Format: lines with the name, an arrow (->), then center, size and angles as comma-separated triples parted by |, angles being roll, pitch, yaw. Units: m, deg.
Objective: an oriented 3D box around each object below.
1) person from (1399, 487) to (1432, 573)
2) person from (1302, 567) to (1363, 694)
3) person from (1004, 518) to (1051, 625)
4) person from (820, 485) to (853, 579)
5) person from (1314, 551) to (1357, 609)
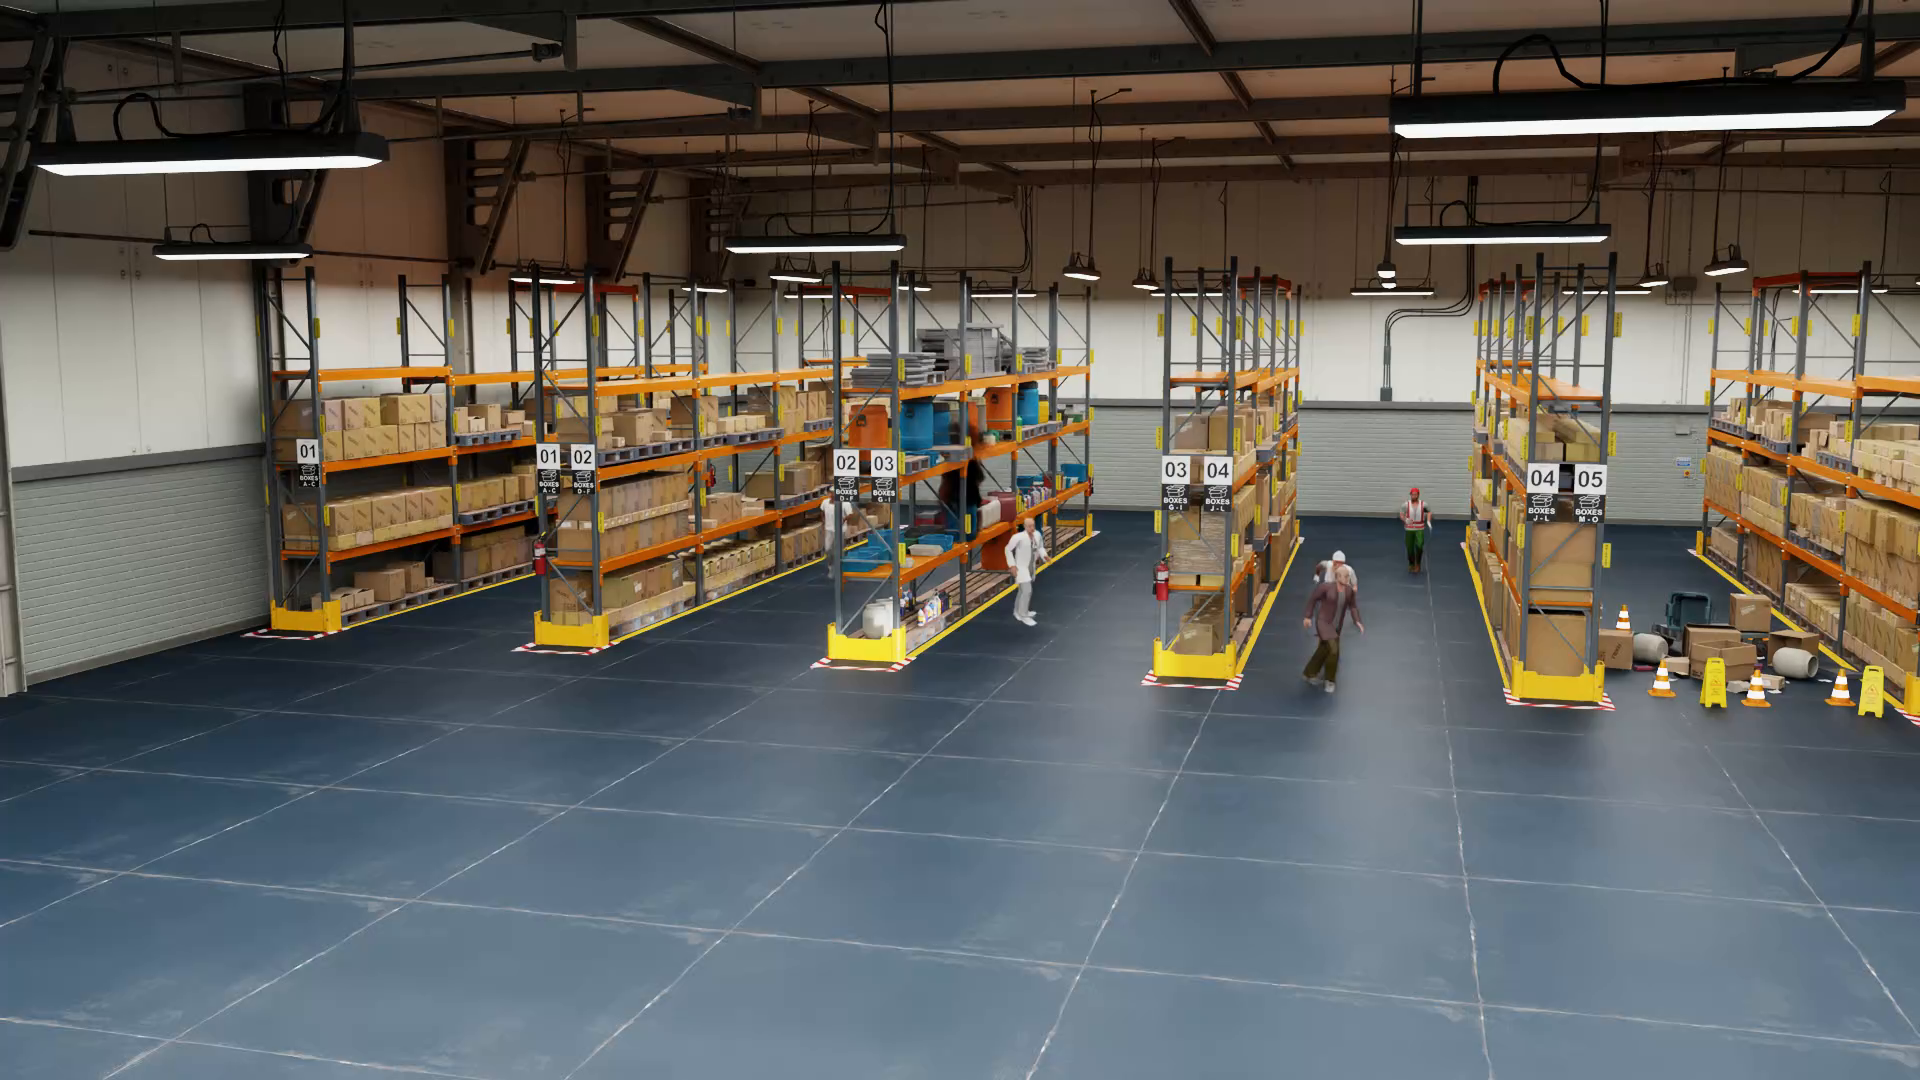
person -> 9.315, -0.208, 34.019 | 0.652, 1.740, 0.767 | 2, 8, 16
person -> 5.170, 1.215, 23.151 | 0.644, 1.745, 0.907 | -4, 8, -31
person -> 1.086, 0.490, 26.862 | 0.872, 1.751, 0.731 | 7, 10, 42
person -> -2.399, -0.148, 31.724 | 0.710, 1.813, 0.673 | 2, 7, 13
person -> 5.877, 0.896, 26.056 | 0.632, 1.543, 1.129 | 1, 7, 9
